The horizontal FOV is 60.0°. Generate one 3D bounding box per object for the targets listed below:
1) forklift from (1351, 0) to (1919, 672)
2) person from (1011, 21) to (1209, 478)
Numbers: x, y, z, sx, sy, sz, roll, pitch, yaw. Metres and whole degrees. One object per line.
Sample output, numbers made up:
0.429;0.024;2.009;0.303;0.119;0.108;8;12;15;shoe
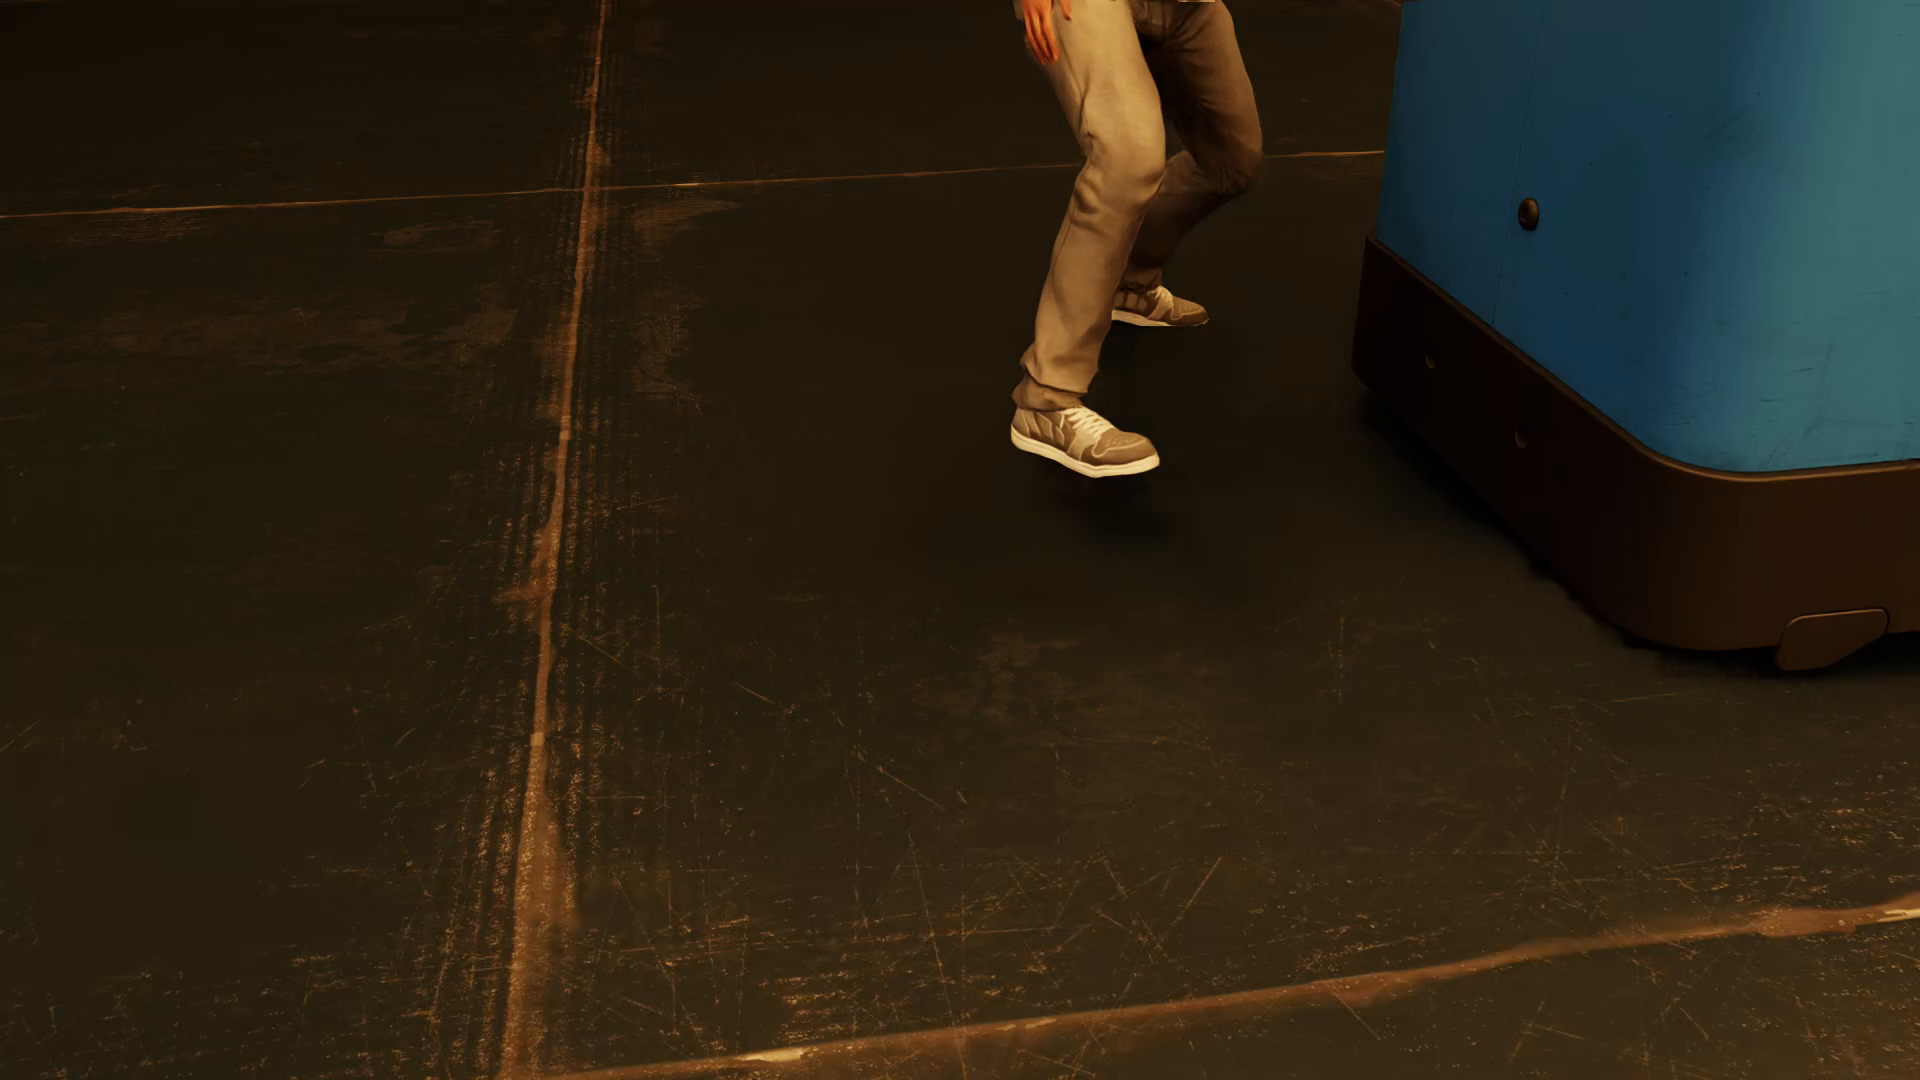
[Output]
2.251;-1.450;2.106;3.031;2.935;1.130;-5;28;-9;forklift
0.311;-0.788;2.706;0.792;1.245;0.730;-20;34;-33;person
